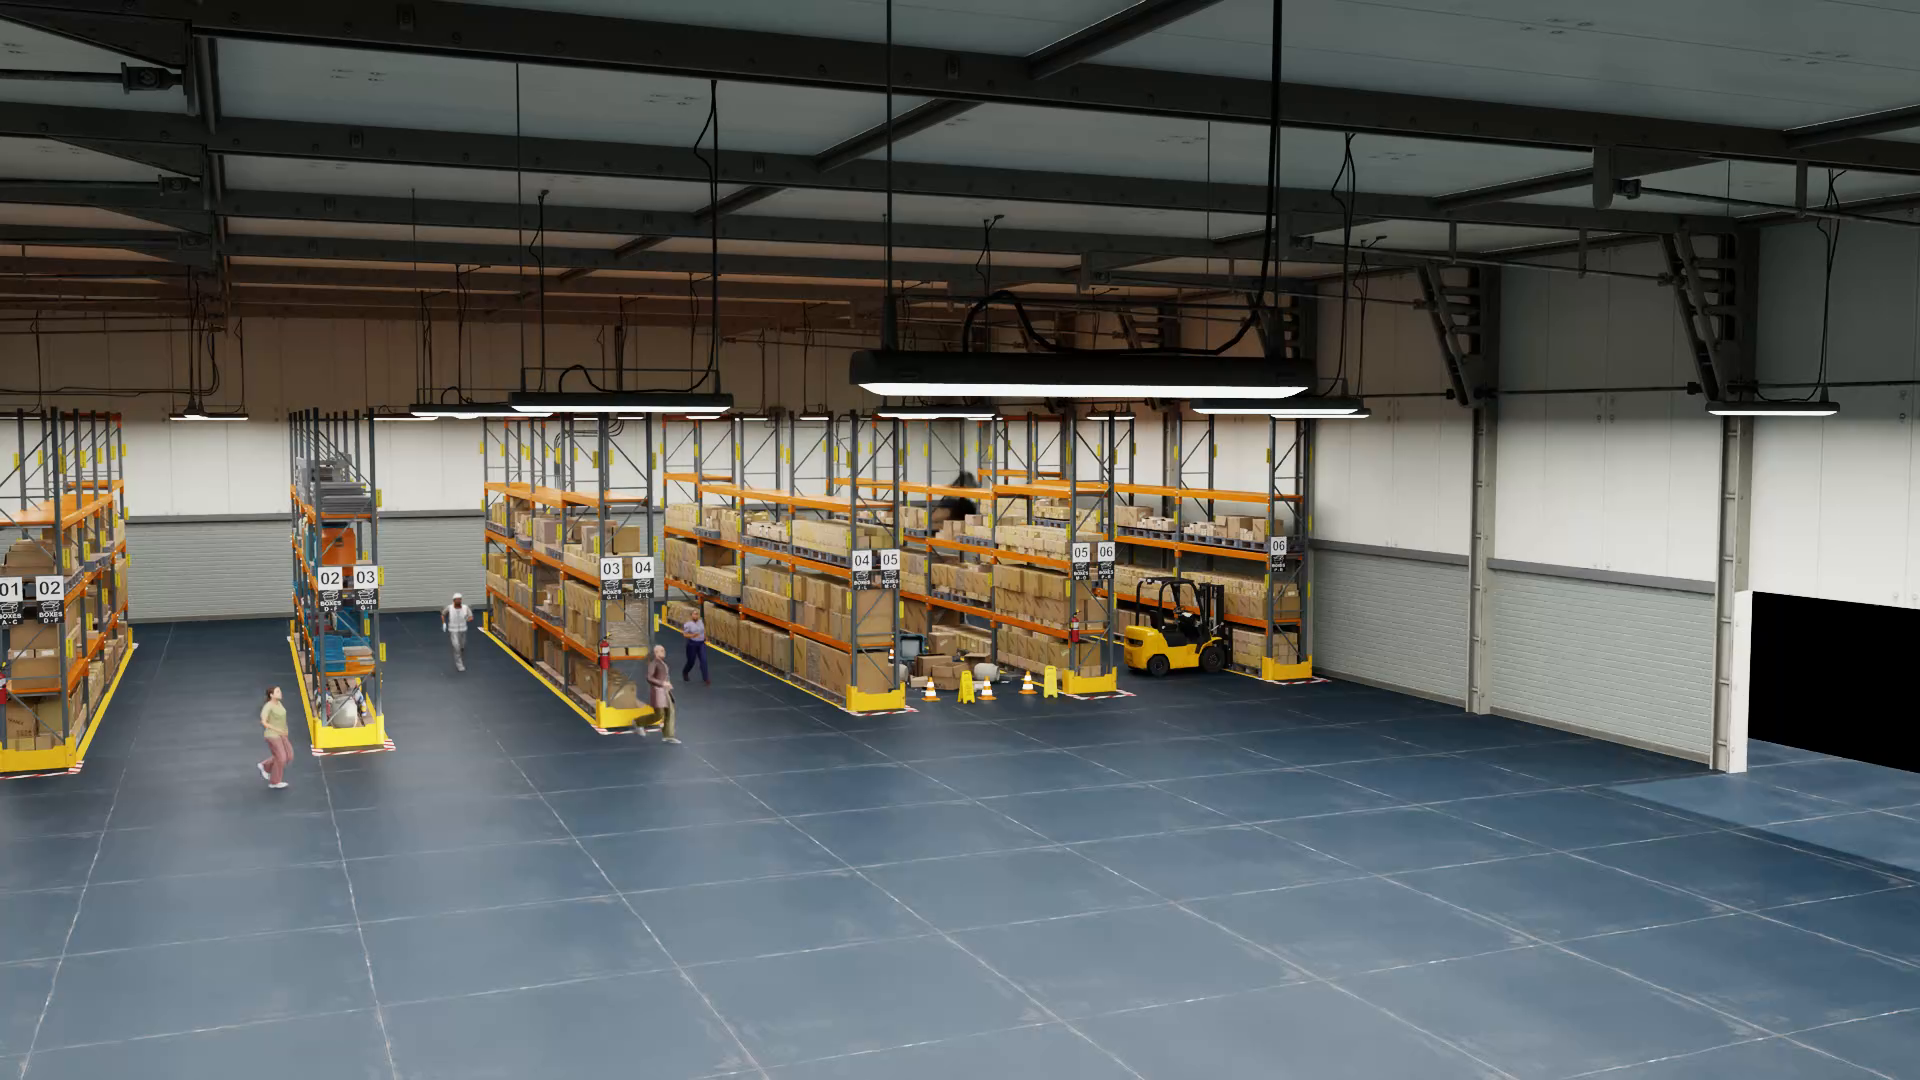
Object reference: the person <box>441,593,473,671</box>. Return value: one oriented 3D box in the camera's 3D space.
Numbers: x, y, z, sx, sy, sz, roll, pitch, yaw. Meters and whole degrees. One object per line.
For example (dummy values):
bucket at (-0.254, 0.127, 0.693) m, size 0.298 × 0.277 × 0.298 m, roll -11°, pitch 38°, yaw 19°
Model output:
person at (-11.638, 2.107, 38.531) m, size 0.673 × 1.764 × 0.979 m, roll -2°, pitch 5°, yaw -30°

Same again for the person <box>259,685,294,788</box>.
person at (-10.779, 3.078, 26.110) m, size 0.577 × 1.624 × 0.625 m, roll 0°, pitch 4°, yaw 5°

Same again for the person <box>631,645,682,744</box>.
person at (-5.422, 2.770, 29.818) m, size 0.928 × 1.779 × 0.715 m, roll 1°, pitch 4°, yaw 13°

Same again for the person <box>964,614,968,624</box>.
person at (-0.062, 1.660, 46.054) m, size 0.599 × 1.713 × 0.806 m, roll -2°, pitch 4°, yaw -25°

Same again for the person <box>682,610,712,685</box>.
person at (-5.755, 2.328, 36.380) m, size 0.613 × 1.602 × 1.019 m, roll -2°, pitch 5°, yaw -31°
